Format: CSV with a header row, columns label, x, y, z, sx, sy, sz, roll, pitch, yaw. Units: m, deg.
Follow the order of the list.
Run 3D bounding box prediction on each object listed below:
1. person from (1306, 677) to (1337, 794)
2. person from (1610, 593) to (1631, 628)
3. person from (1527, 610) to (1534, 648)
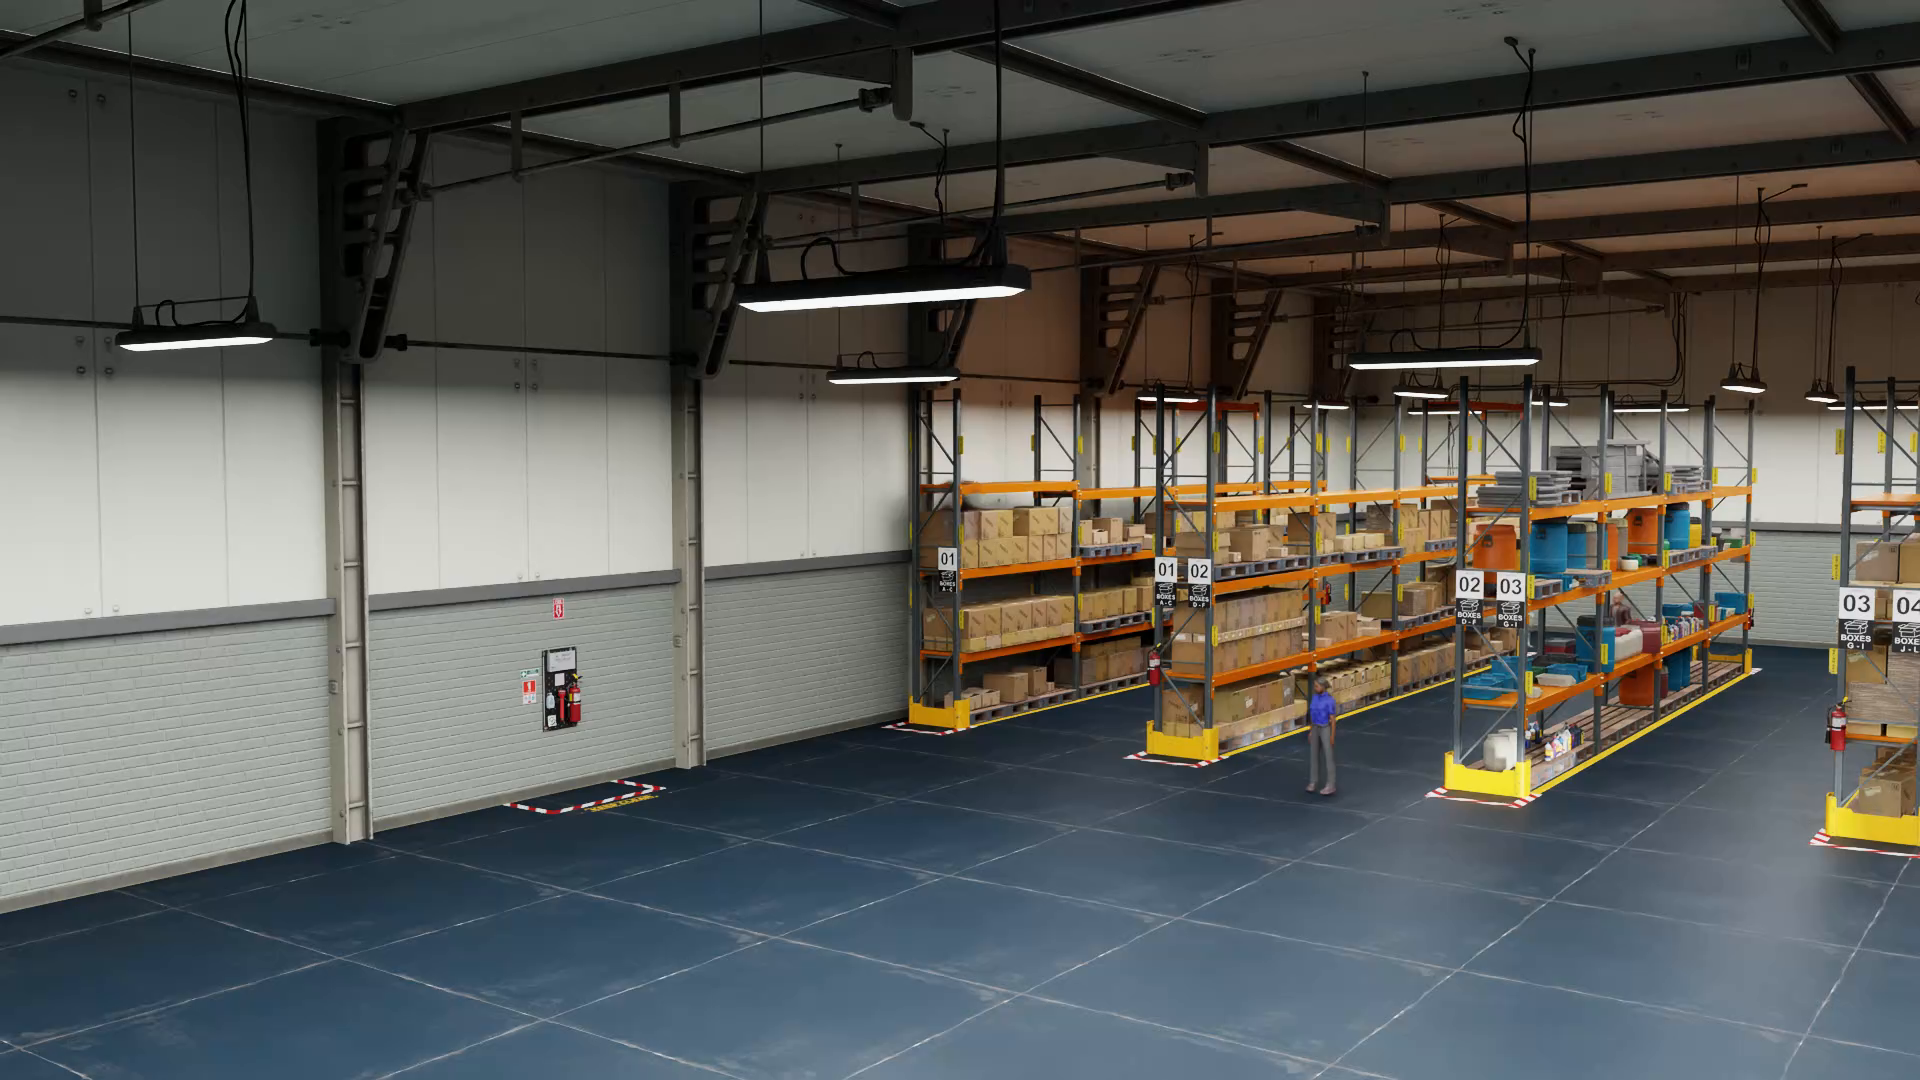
label,x,y,z,sx,sy,sz,roll,pitch,yaw
person,5.206,2.807,24.003,0.374,1.652,0.486,-2,4,-32
person,14.427,2.028,36.529,0.575,1.717,1.126,2,4,33
person,13.852,1.780,41.051,0.592,1.752,0.789,-1,3,-15
